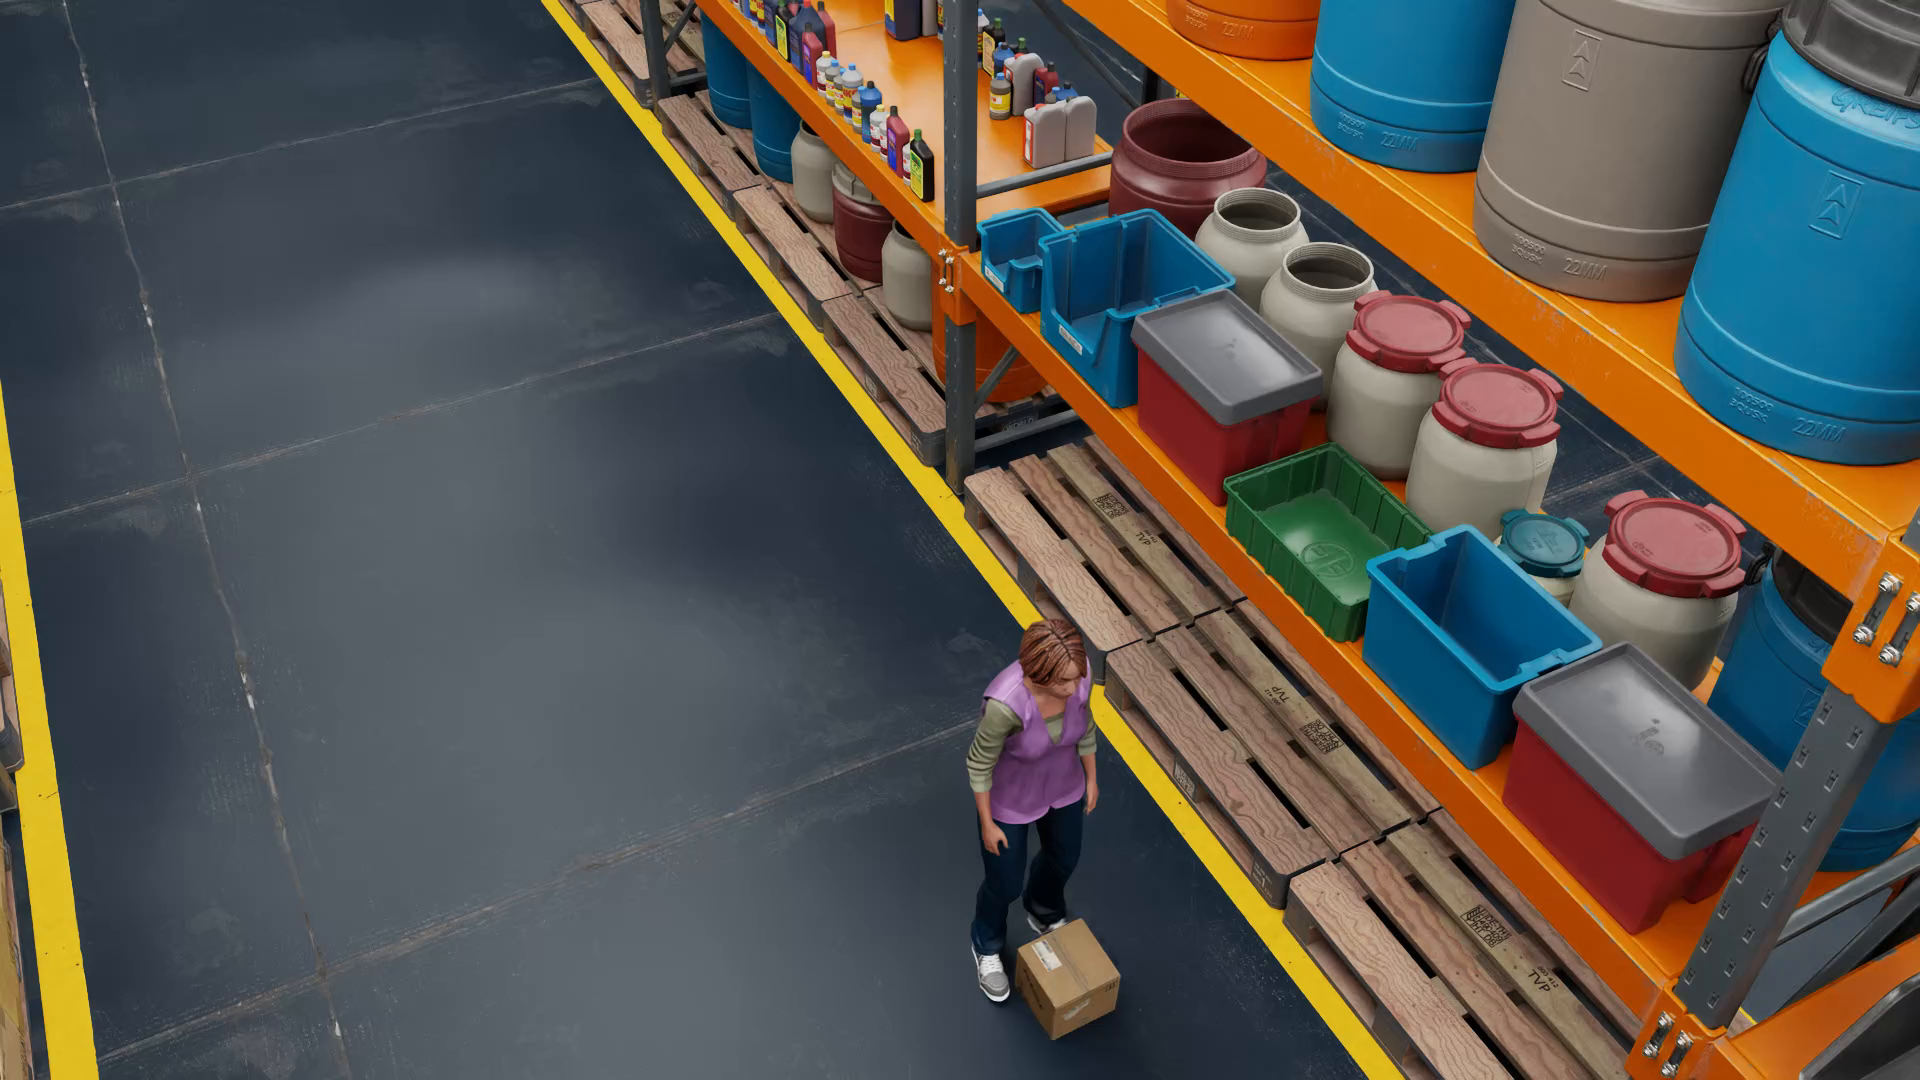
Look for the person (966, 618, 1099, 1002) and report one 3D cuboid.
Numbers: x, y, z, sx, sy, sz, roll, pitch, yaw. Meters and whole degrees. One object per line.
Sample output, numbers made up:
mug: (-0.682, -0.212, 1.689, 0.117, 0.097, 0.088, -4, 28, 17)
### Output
person: (0.231, 0.814, 5.258, 0.460, 1.593, 0.338, -21, 46, -21)
